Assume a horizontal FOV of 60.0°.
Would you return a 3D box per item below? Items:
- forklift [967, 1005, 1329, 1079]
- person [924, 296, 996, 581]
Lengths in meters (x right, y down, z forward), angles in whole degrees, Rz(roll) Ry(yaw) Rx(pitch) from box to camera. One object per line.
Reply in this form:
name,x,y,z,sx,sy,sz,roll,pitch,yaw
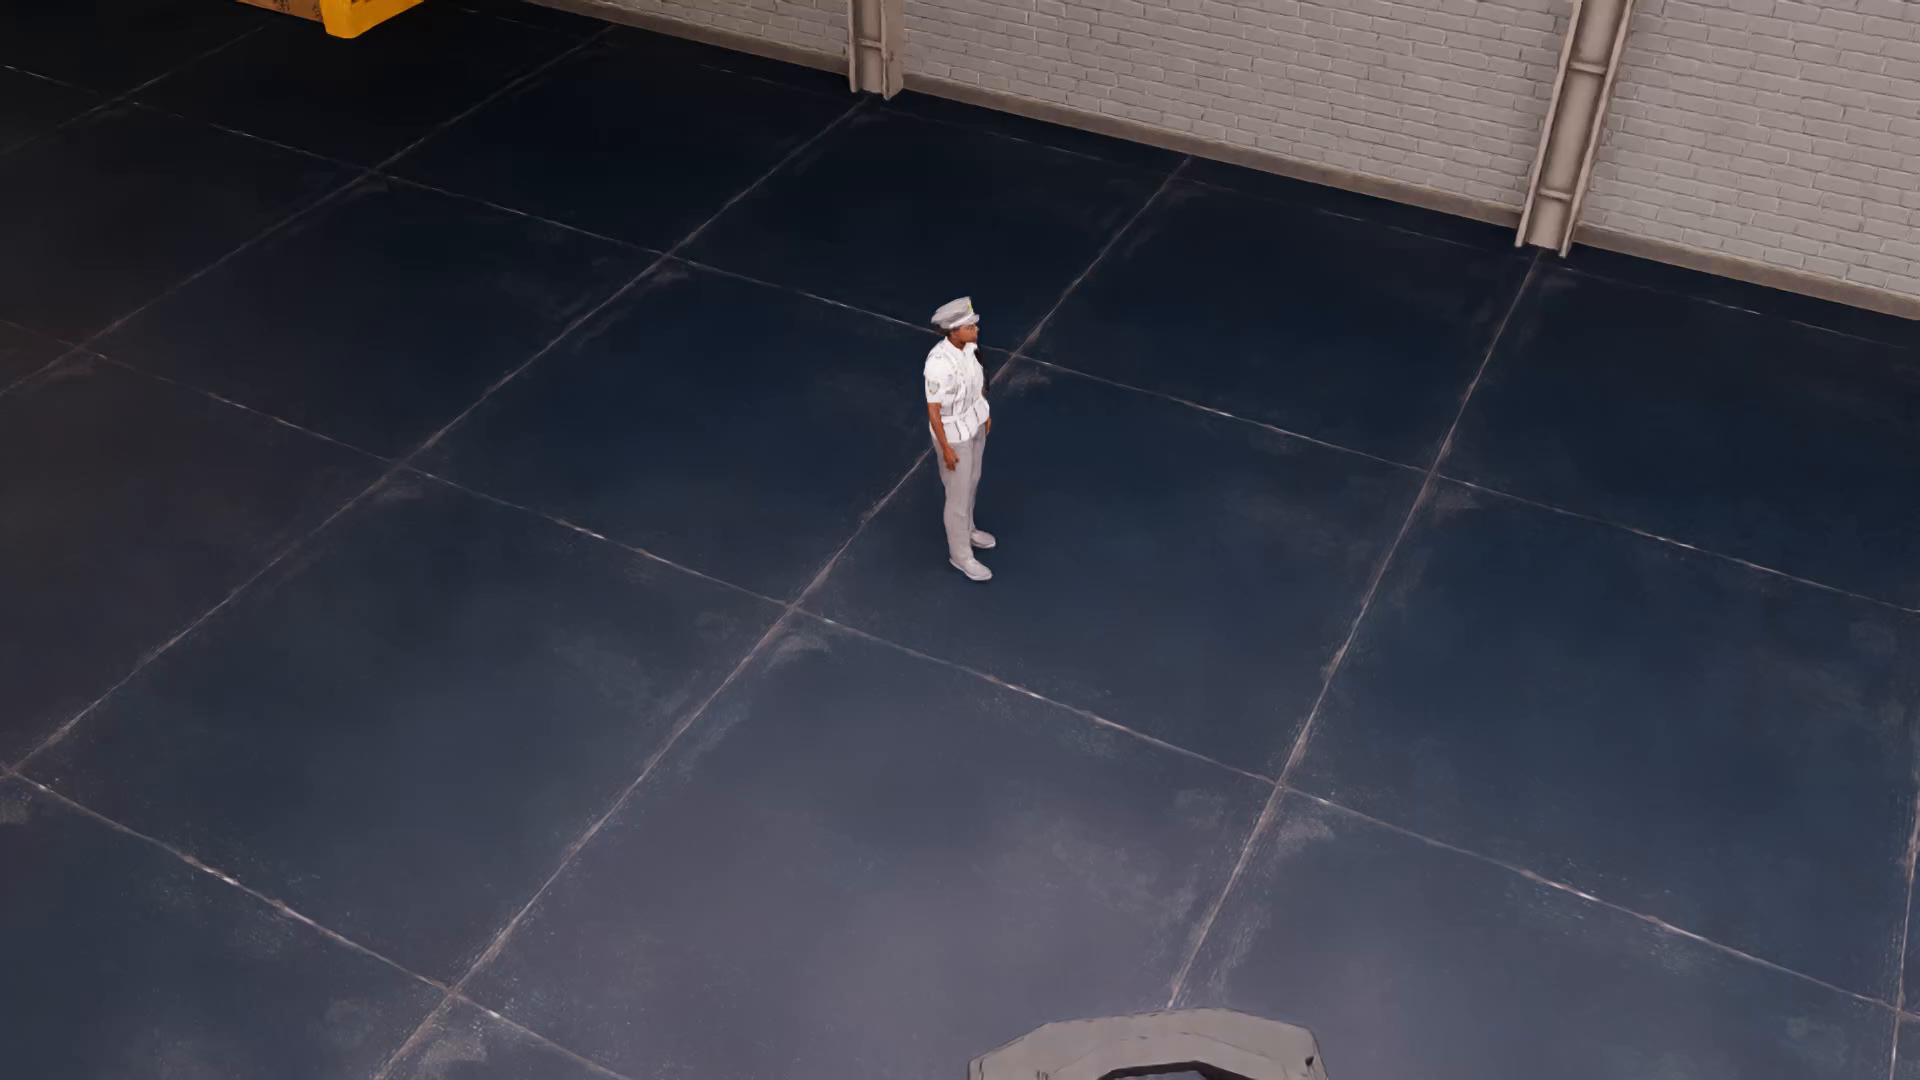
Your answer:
forklift,0.555,2.802,4.660,1.130,2.935,3.031,-4,40,-5
person,0.058,-0.621,9.671,0.529,1.695,0.570,18,43,21
